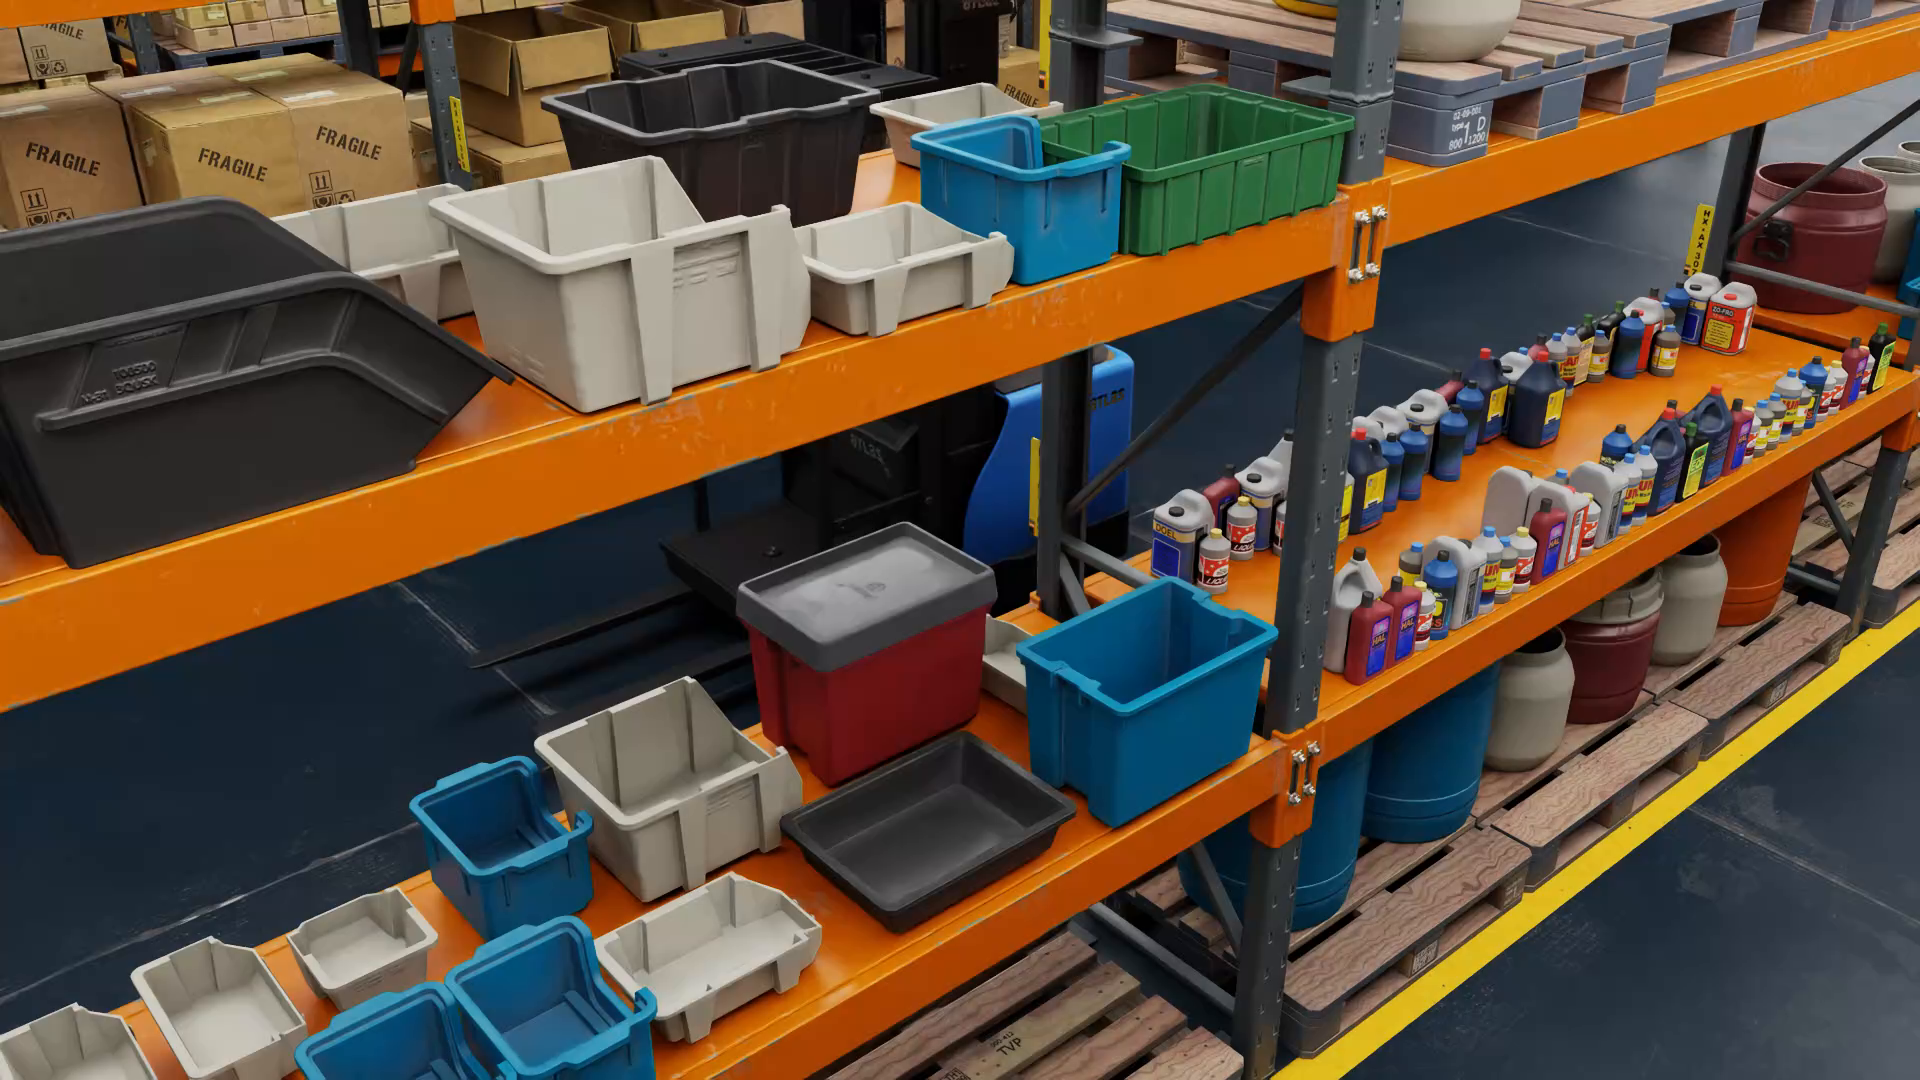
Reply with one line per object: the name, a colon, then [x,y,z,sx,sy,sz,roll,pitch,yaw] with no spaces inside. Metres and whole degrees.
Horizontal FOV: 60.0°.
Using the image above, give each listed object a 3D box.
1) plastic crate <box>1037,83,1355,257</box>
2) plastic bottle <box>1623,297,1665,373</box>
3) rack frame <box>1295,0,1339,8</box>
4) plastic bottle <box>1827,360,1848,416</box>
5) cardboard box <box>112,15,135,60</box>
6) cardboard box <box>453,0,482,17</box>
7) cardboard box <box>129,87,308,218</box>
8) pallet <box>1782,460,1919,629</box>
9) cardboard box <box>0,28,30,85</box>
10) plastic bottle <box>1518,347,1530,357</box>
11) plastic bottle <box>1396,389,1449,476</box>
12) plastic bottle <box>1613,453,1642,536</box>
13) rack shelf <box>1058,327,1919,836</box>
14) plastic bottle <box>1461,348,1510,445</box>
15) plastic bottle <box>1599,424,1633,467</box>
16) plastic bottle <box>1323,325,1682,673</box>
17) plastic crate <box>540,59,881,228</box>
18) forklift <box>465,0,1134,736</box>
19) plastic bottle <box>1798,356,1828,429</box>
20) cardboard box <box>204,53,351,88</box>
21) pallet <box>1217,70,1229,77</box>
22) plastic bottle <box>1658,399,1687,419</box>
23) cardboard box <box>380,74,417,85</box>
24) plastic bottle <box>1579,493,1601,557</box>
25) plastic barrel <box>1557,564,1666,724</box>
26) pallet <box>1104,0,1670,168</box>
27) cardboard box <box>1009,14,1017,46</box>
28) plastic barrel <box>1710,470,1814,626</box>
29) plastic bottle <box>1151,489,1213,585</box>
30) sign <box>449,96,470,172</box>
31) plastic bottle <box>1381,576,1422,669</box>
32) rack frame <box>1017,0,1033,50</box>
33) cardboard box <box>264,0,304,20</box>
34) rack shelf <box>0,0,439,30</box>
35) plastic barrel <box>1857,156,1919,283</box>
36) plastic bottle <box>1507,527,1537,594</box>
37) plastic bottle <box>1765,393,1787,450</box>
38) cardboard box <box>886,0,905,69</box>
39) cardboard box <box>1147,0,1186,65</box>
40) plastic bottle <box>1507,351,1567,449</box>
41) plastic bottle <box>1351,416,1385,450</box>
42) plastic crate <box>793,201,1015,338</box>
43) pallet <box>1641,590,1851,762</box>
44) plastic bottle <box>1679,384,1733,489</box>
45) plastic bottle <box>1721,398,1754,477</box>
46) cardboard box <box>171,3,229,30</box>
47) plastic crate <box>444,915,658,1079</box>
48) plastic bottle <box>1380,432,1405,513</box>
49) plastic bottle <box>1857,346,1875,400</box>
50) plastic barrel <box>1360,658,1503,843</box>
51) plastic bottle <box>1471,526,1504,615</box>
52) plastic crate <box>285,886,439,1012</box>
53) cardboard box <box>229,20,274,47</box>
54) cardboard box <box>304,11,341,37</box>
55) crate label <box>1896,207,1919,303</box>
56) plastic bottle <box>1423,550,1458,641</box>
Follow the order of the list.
plastic crate: [0.478,-0.821,3.646,0.662,0.188,0.450,-22,35,-35]
plastic bottle: [2.756,-0.840,6.771,0.135,0.276,0.152,-22,35,-35]
rack frame: [0.602,-2.476,3.336,0.053,2.616,0.949,-22,35,-35]
plastic bottle: [3.341,-0.589,6.381,0.097,0.201,0.097,0,28,0]
cardboard box: [-7.941,-4.904,16.053,0.875,0.875,0.875,-21,34,-34]
cardboard box: [-3.767,-4.006,12.385,0.250,0.149,0.380,-21,34,-33]
cardboard box: [-3.171,-1.613,7.133,0.500,0.500,0.500,-21,35,-34]
pallet: [4.261,-0.046,8.112,1.213,0.211,1.003,-22,35,-35]
cardboard box: [-6.334,-3.182,10.600,0.500,0.500,0.500,-23,36,-36]
plastic bottle: [2.123,-0.601,6.328,0.097,0.271,0.097,0,28,0]
plastic bottle: [1.634,-0.389,5.927,0.135,0.276,0.152,-22,35,-35]
plastic bottle: [2.190,-0.157,5.499,0.097,0.271,0.097,0,28,0]
rack shelf: [2.125,-0.124,6.062,4.000,0.370,1.077,-22,35,-35]
plastic bottle: [1.929,-0.543,6.136,0.185,0.351,0.144,-22,35,-35]
plastic bottle: [2.244,-0.269,5.707,0.097,0.271,0.097,0,28,0]
plastic bottle: [1.973,-0.312,5.703,2.872,0.351,0.643,-22,35,-35]
plastic crate: [-0.519,-0.813,3.545,0.590,0.269,0.497,-22,35,-35]
forklift: [-0.653,-0.920,6.863,3.031,2.935,1.130,-21,35,-34]
plastic bottle: [3.193,-0.561,6.253,0.097,0.271,0.097,0,28,0]
cardboard box: [-3.141,-1.946,7.757,0.500,0.500,0.500,-22,35,-35]
pallet: [1.911,-3.365,11.567,1.213,0.211,1.003,-22,35,-35]
plastic bottle: [2.512,-0.370,5.884,0.133,0.283,0.061,-22,35,-35]
cardboard box: [-4.558,-3.466,12.964,0.500,0.250,0.500,-24,36,-37]
plastic bottle: [2.013,-0.056,5.382,0.097,0.201,0.097,0,28,0]
plastic barrel: [2.426,0.327,6.569,0.708,0.588,0.600,-22,35,-35]
pallet: [1.137,-1.344,4.600,1.003,0.211,1.213,-22,35,-35]
cardboard box: [-0.081,-4.833,16.052,0.750,0.750,1.050,-22,35,-35]
plastic barrel: [6.565,0.748,3.267,0.708,2.957,10.706,-22,35,-35]
plastic bottle: [0.694,-0.011,5.220,0.135,0.276,0.152,-22,35,-35]
sign: [-2.250,-1.823,7.477,0.005,0.325,0.100,-22,35,-35]
plastic bottle: [1.261,0.222,4.776,0.133,0.283,0.061,-22,35,-35]
rack frame: [0.333,-5.862,16.036,0.127,3.000,1.000,-22,35,-35]
cardboard box: [-4.763,-3.735,11.562,0.250,0.149,0.380,-21,35,-34]
rack shelf: [-4.133,-1.999,6.389,4.000,0.370,1.077,-22,35,-35]
plastic barrel: [4.291,-1.494,7.744,0.421,0.512,0.421,0,28,0]
plastic bottle: [1.736,0.056,5.173,0.097,0.201,0.097,0,28,0]
plastic bottle: [2.970,-0.440,6.102,0.097,0.201,0.097,0,28,0]
cardboard box: [-0.632,-2.899,9.322,0.637,0.503,0.797,-21,35,-34]
cardboard box: [1.177,-3.444,10.961,0.500,0.500,0.700,-16,32,-28]
plastic bottle: [2.130,-0.530,6.111,0.185,0.351,0.144,-22,35,-35]
plastic bottle: [1.355,-0.277,5.718,0.135,0.276,0.152,-22,35,-35]
plastic crate: [-0.117,-0.510,3.120,0.466,0.136,0.293,-22,35,-35]
pallet: [3.074,0.433,7.216,1.213,0.211,1.003,-22,35,-35]
plastic bottle: [2.598,-0.371,5.814,0.185,0.351,0.144,-22,35,-35]
plastic bottle: [2.746,-0.375,5.893,0.133,0.283,0.061,-22,35,-35]
cardboard box: [-5.155,-3.576,11.264,0.250,0.149,0.380,-21,35,-34]
plastic crate: [-0.808,0.990,3.330,0.300,0.233,0.416,-22,35,-35]
plastic bottle: [1.450,-0.236,5.646,0.097,0.271,0.097,0,28,0]
plastic bottle: [3.516,-0.660,6.513,0.097,0.201,0.097,0,28,0]
plastic barrel: [1.567,0.534,5.849,0.708,0.901,0.600,-22,35,-35]
plastic bottle: [1.587,0.085,5.045,0.097,0.271,0.097,0,28,0]
plastic crate: [-1.297,0.895,3.609,0.250,0.136,0.298,-22,35,-35]
cardboard box: [-4.948,-3.531,11.497,0.250,0.149,0.380,-21,35,-34]
cardboard box: [-4.564,-3.683,11.780,0.250,0.149,0.380,-21,35,-34]
crate label: [4.578,-1.275,7.417,0.616,0.435,0.502,-22,35,-35]
plastic bottle: [1.411,0.156,4.912,0.097,0.271,0.097,0,28,0]
